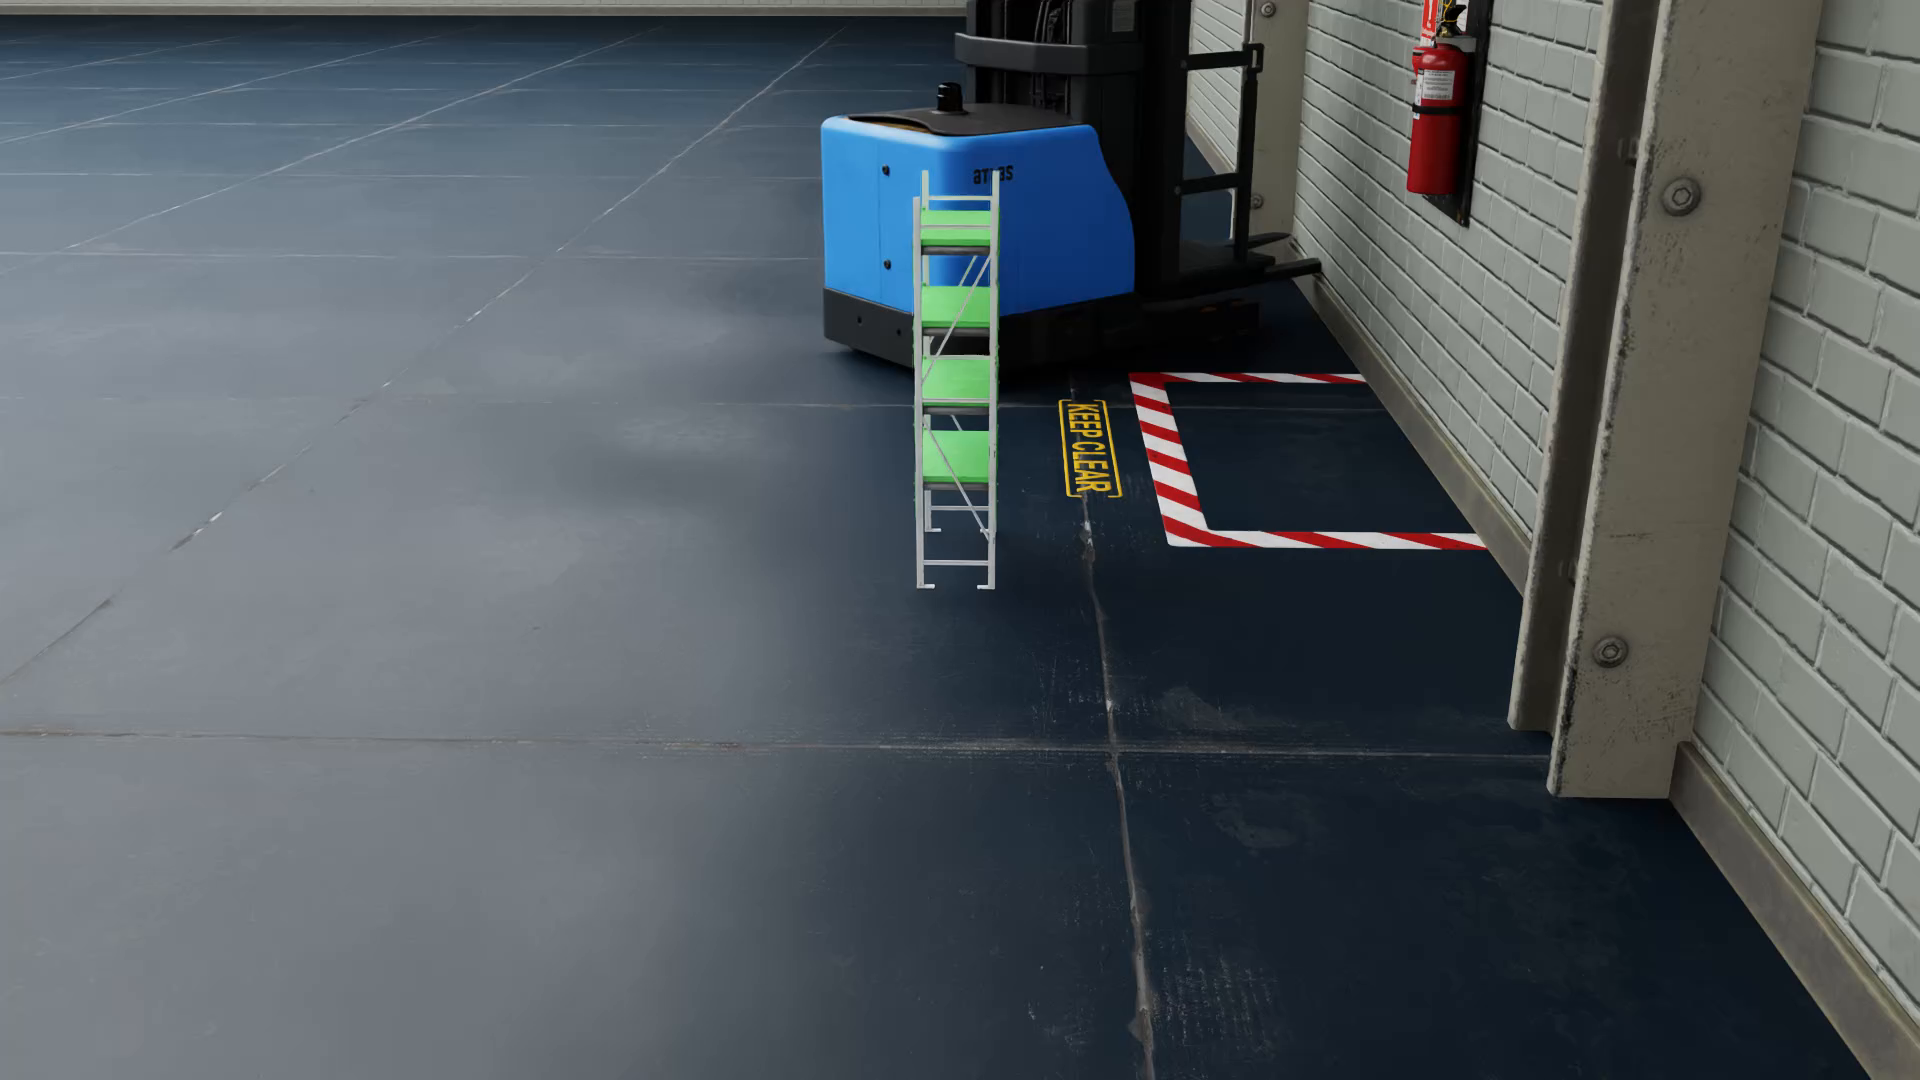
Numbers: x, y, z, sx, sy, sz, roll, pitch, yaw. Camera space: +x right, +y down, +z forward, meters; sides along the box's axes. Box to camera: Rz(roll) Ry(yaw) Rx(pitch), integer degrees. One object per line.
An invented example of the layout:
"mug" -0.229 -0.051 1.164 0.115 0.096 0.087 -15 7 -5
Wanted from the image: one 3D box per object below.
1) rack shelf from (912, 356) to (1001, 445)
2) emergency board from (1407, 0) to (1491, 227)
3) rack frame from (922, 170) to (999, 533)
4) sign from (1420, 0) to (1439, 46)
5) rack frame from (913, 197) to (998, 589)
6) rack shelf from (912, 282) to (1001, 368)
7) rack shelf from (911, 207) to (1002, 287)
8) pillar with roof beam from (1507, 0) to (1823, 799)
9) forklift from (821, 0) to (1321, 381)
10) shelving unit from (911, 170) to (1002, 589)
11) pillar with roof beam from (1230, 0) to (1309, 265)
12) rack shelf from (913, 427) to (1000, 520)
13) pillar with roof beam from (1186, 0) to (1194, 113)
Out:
"rack shelf" -0.005 -0.440 5.181 0.258 0.148 0.480 1 21 2
"emergency board" 1.684 -1.751 5.896 0.194 1.169 0.643 1 21 2
"rack frame" 0.002 -0.588 5.385 0.240 1.200 0.015 1 21 2
"sign" 1.804 -1.967 6.402 0.001 0.329 0.234 1 21 2
"rack frame" -0.012 -0.411 4.930 0.240 1.200 0.015 1 21 2
"rack shelf" -0.005 -0.664 5.094 0.258 0.148 0.480 1 21 2
"rack shelf" -0.005 -0.887 5.007 0.258 0.148 0.480 1 21 2
"pillar with roof beam" -2.733 -3.702 2.631 9.100 9.000 0.400 1 21 2
"forklift" 0.834 -2.454 7.802 3.031 2.935 1.130 -16 26 -35
"shelving unit" -0.005 -0.500 5.158 0.258 1.200 0.503 1 21 2
"pillar with roof beam" -2.550 -5.872 8.222 9.100 9.000 0.400 1 21 2
"rack shelf" -0.005 -0.216 5.268 0.258 0.148 0.480 1 21 2
"pillar with roof beam" -2.368 -8.041 13.813 9.100 9.000 0.400 1 21 2
